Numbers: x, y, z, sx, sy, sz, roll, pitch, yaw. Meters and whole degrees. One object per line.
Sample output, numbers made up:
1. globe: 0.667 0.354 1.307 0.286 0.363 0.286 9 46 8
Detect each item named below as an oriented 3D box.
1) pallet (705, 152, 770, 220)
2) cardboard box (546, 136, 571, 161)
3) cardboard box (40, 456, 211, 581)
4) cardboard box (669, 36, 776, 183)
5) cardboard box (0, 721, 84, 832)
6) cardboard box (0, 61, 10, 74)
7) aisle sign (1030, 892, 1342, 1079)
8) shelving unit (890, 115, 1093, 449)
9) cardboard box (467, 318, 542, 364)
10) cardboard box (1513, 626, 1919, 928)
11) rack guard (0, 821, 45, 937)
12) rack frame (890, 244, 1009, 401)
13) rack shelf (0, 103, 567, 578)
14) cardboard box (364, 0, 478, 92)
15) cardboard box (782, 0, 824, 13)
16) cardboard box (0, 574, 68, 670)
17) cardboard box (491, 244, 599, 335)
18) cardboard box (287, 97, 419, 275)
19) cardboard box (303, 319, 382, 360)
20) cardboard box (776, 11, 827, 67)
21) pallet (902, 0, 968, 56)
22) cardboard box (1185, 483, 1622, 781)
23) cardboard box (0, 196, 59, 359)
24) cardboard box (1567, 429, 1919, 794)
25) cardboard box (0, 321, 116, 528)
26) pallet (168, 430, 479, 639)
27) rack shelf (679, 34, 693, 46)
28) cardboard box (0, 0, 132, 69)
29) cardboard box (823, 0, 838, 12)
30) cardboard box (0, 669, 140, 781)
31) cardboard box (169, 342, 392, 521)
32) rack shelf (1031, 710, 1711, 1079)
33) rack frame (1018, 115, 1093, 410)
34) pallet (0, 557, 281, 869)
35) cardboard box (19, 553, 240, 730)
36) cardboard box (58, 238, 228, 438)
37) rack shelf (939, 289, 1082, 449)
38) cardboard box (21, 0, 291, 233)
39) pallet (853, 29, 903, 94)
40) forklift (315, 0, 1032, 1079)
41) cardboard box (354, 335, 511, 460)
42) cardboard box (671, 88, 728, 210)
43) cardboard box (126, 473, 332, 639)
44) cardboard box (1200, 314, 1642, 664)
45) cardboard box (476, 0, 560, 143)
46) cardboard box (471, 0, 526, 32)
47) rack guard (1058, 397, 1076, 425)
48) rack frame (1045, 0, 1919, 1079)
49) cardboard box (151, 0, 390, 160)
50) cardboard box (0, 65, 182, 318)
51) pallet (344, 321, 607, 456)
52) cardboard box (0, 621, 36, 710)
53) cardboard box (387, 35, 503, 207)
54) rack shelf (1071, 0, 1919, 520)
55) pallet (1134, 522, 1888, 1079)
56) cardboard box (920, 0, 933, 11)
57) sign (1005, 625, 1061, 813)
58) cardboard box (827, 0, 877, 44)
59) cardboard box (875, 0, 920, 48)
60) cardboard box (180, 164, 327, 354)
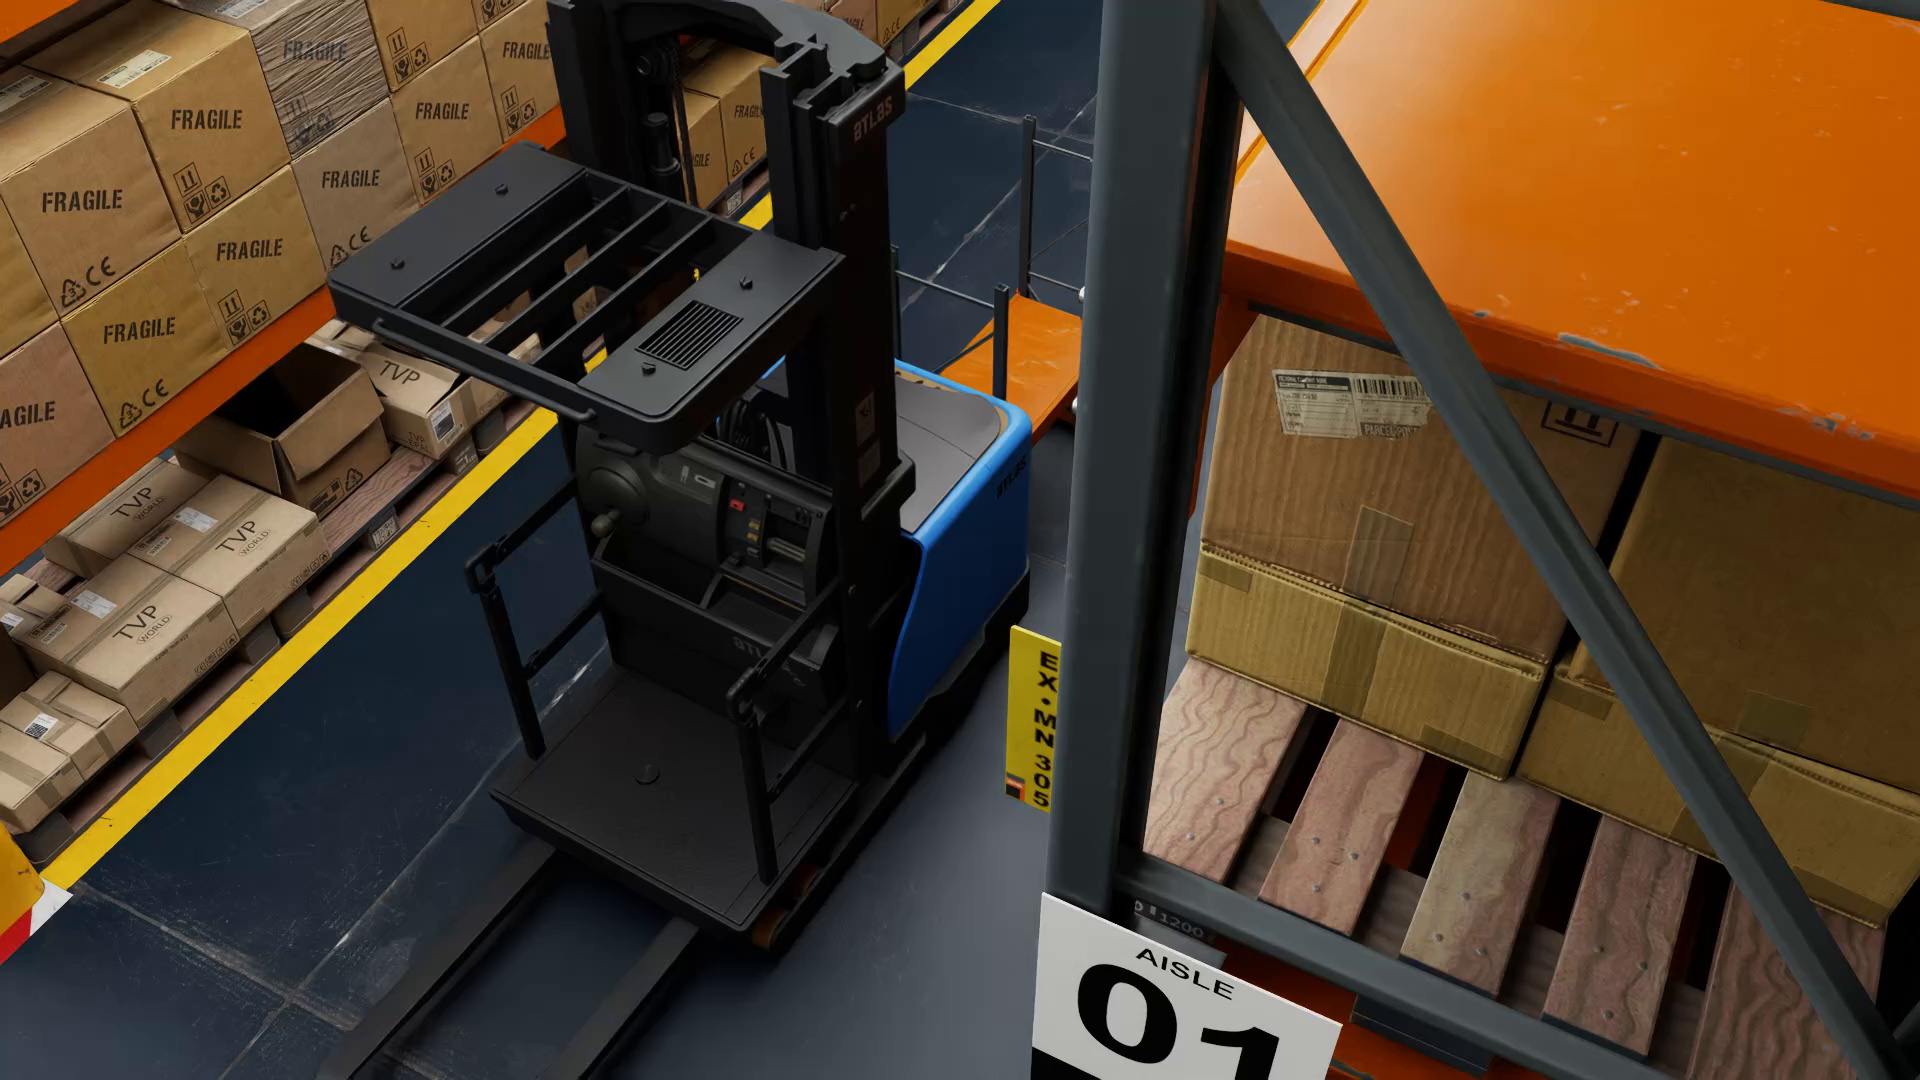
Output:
1. pallet: -1.611 -1.943 8.801 1.003 0.211 1.213 20 49 19
2. cardboard box: -1.980 -2.079 8.424 0.500 0.500 0.500 20 49 19
3. cardboard box: -3.310 -0.079 6.622 0.500 0.250 0.500 20 49 19
4. cardboard box: -1.277 -2.238 8.581 0.500 0.500 0.500 21 49 20
5. cardboard box: -3.313 0.819 5.806 0.380 0.149 0.250 20 49 19
6. cardboard box: -3.378 -1.283 5.415 0.500 0.500 0.500 22 49 20
7. aisle sign: 0.278 0.788 2.315 0.394 0.787 0.004 20 49 19
8. shelving unit: 0.206 -0.742 6.709 0.587 1.500 1.083 23 50 21
9. cardboard box: -2.089 -0.842 7.448 0.380 0.149 0.250 20 49 19
10. cardboard box: 1.134 0.192 2.362 0.500 0.250 0.500 23 50 21
11. rack guard: -3.777 0.953 5.737 1.175 0.500 0.348 20 49 19
12. rack frame: -0.050 -0.437 6.407 0.500 1.500 0.032 23 50 21
13. rack shelf: -2.883 -0.885 6.301 1.077 0.370 4.000 20 49 19
14. cardboard box: -2.196 -2.057 6.180 0.500 0.500 0.500 20 49 18
15. cardboard box: -1.050 -2.792 8.601 0.500 0.250 0.500 21 49 19
16. cardboard box: -3.510 0.314 6.293 0.380 0.166 0.250 20 49 19
17. cardboard box: -1.968 -1.221 7.576 0.500 0.500 0.500 20 49 19
18. cardboard box: -2.434 -1.384 6.218 0.500 0.500 0.500 22 49 20
19. cardboard box: -2.734 -0.815 7.409 0.380 0.166 0.250 20 49 19
20. cardboard box: -1.038 -2.550 8.890 0.500 0.500 0.500 21 49 20
21. pallet: -0.478 -3.480 10.321 1.003 0.211 1.213 20 49 19
22. cardboard box: 0.682 0.022 2.530 0.500 0.250 0.500 22 49 20
23. cardboard box: -3.136 -0.789 4.927 0.500 0.500 0.500 21 49 19
24. cardboard box: 1.130 -0.073 2.097 0.500 0.500 0.500 19 48 18
25. cardboard box: -3.137 -0.432 5.278 0.500 0.500 0.500 20 49 19
26. pallet: -2.840 -0.214 7.093 1.003 0.211 1.213 20 49 19
27. rack shelf: -1.027 -3.405 8.792 1.077 0.370 4.000 20 49 19
28. cardboard box: -3.140 -1.606 5.735 0.500 0.500 0.500 22 49 20
29. cardboard box: -0.818 -3.108 8.913 0.500 0.250 0.500 20 49 18
30. cardboard box: -3.197 0.655 5.956 0.380 0.166 0.250 20 49 19
31. cardboard box: -2.823 -0.490 6.851 0.797 0.503 0.637 20 49 19
32. rack shelf: 1.506 -0.306 3.620 1.077 0.370 4.000 20 49 19
33. rack frame: 0.471 -1.058 7.021 0.500 1.500 0.032 23 50 21
34. pallet: -3.407 0.552 6.336 1.003 0.211 1.213 20 49 19
35. cardboard box: -3.076 0.370 6.179 0.500 0.250 0.500 20 49 19
36. cardboard box: -2.902 -0.748 5.590 0.500 0.500 0.500 20 49 19
37. rack shelf: 0.211 -0.621 6.842 0.538 0.185 1.000 23 50 21
38. cardboard box: -2.665 -1.423 5.554 0.500 0.500 0.500 20 49 19
39. pallet: -1.046 -2.714 9.564 1.003 0.211 1.213 20 49 19
40. forklift: -0.912 -0.016 4.985 1.130 2.935 3.031 23 50 21
41. cardboard box: -2.316 -0.682 7.176 0.500 0.311 0.500 20 49 19
42. cardboard box: -1.515 -1.898 8.245 0.500 0.500 0.500 18 48 17
43. cardboard box: -2.844 0.055 6.490 0.500 0.250 0.500 20 49 19
44. cardboard box: 0.676 -0.244 2.266 0.500 0.500 0.500 20 49 19
45. cardboard box: -1.960 -2.033 6.860 0.500 0.500 0.500 21 49 20
46. cardboard box: -1.960 -2.380 6.500 0.500 0.500 0.500 21 49 19
47. rack guard: 0.461 -0.607 7.454 0.587 0.250 0.087 23 50 21
48. rack frame: 0.578 -0.354 1.053 1.000 3.000 0.127 20 49 19
49. cardboard box: -2.430 -1.739 5.867 0.500 0.500 0.500 21 49 19
50. cardboard box: -2.900 -1.103 5.237 0.500 0.500 0.500 21 49 20
51. pallet: -2.275 -0.985 7.855 1.003 0.211 1.213 20 49 19
52. cardboard box: -3.778 0.422 5.952 0.500 0.500 0.500 20 49 19
53. cardboard box: -2.198 -1.708 6.539 0.500 0.500 0.500 22 49 20
54. rack shelf: 1.506 -1.220 2.696 1.077 0.370 4.000 20 49 19
55. pallet: 0.913 0.261 2.616 1.003 0.211 1.213 20 49 19
56. cardboard box: -0.324 -3.527 9.855 0.500 0.500 0.500 22 49 21
57. sign: 0.103 0.229 2.018 0.100 0.325 0.005 20 49 19
58. cardboard box: -0.803 -2.869 9.204 0.500 0.500 0.500 19 48 18
59. cardboard box: -0.565 -3.201 9.533 0.500 0.500 0.500 19 48 18
60. cardboard box: -2.668 -1.062 5.900 0.500 0.500 0.500 21 49 20
